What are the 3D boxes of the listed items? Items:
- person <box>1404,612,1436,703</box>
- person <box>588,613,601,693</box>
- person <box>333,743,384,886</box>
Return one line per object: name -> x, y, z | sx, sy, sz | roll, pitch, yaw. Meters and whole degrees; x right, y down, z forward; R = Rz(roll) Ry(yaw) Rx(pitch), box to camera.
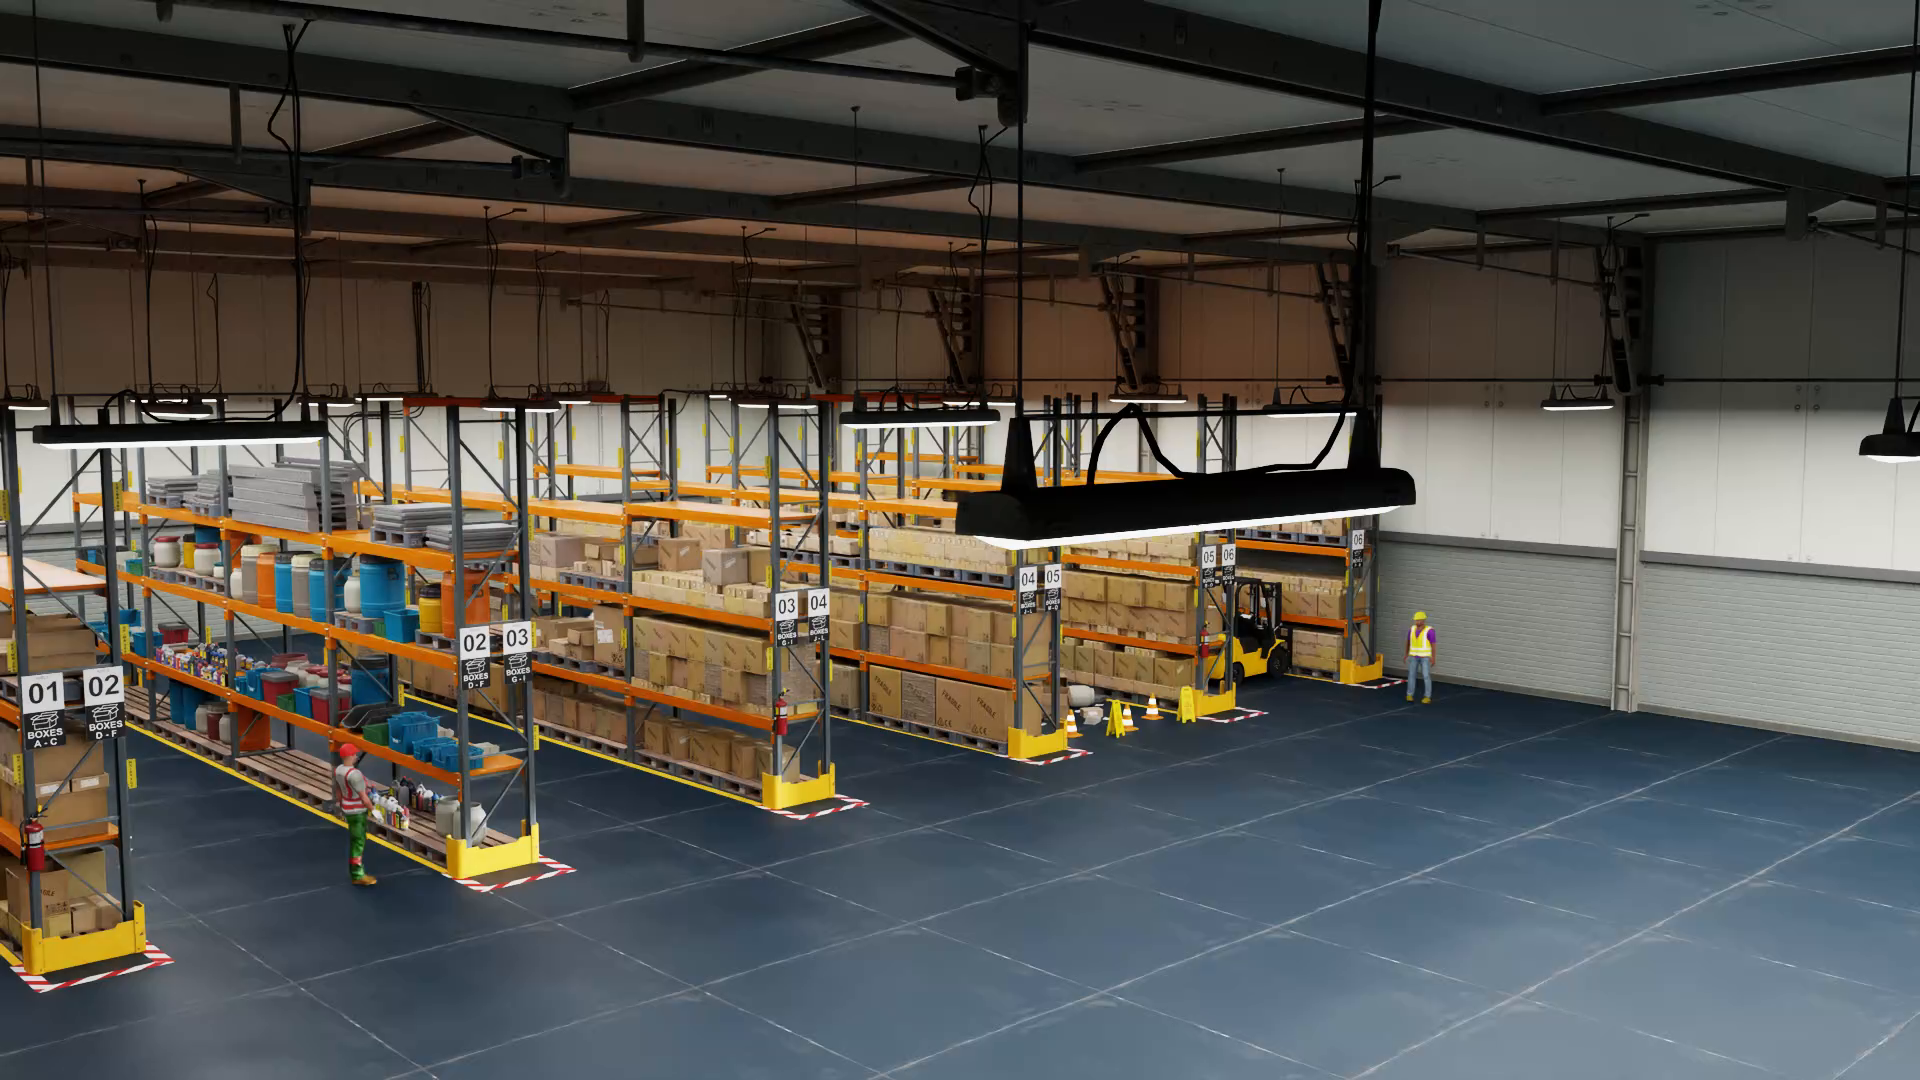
person -> 8.999, 2.289, 32.624 | 0.631, 1.769, 0.432 | 5, 7, 39
person -> -7.118, 2.306, 32.507 | 0.415, 1.790, 0.589 | 0, 6, -2
person -> -7.549, 3.434, 20.888 | 0.577, 1.825, 0.624 | -2, 6, -21
